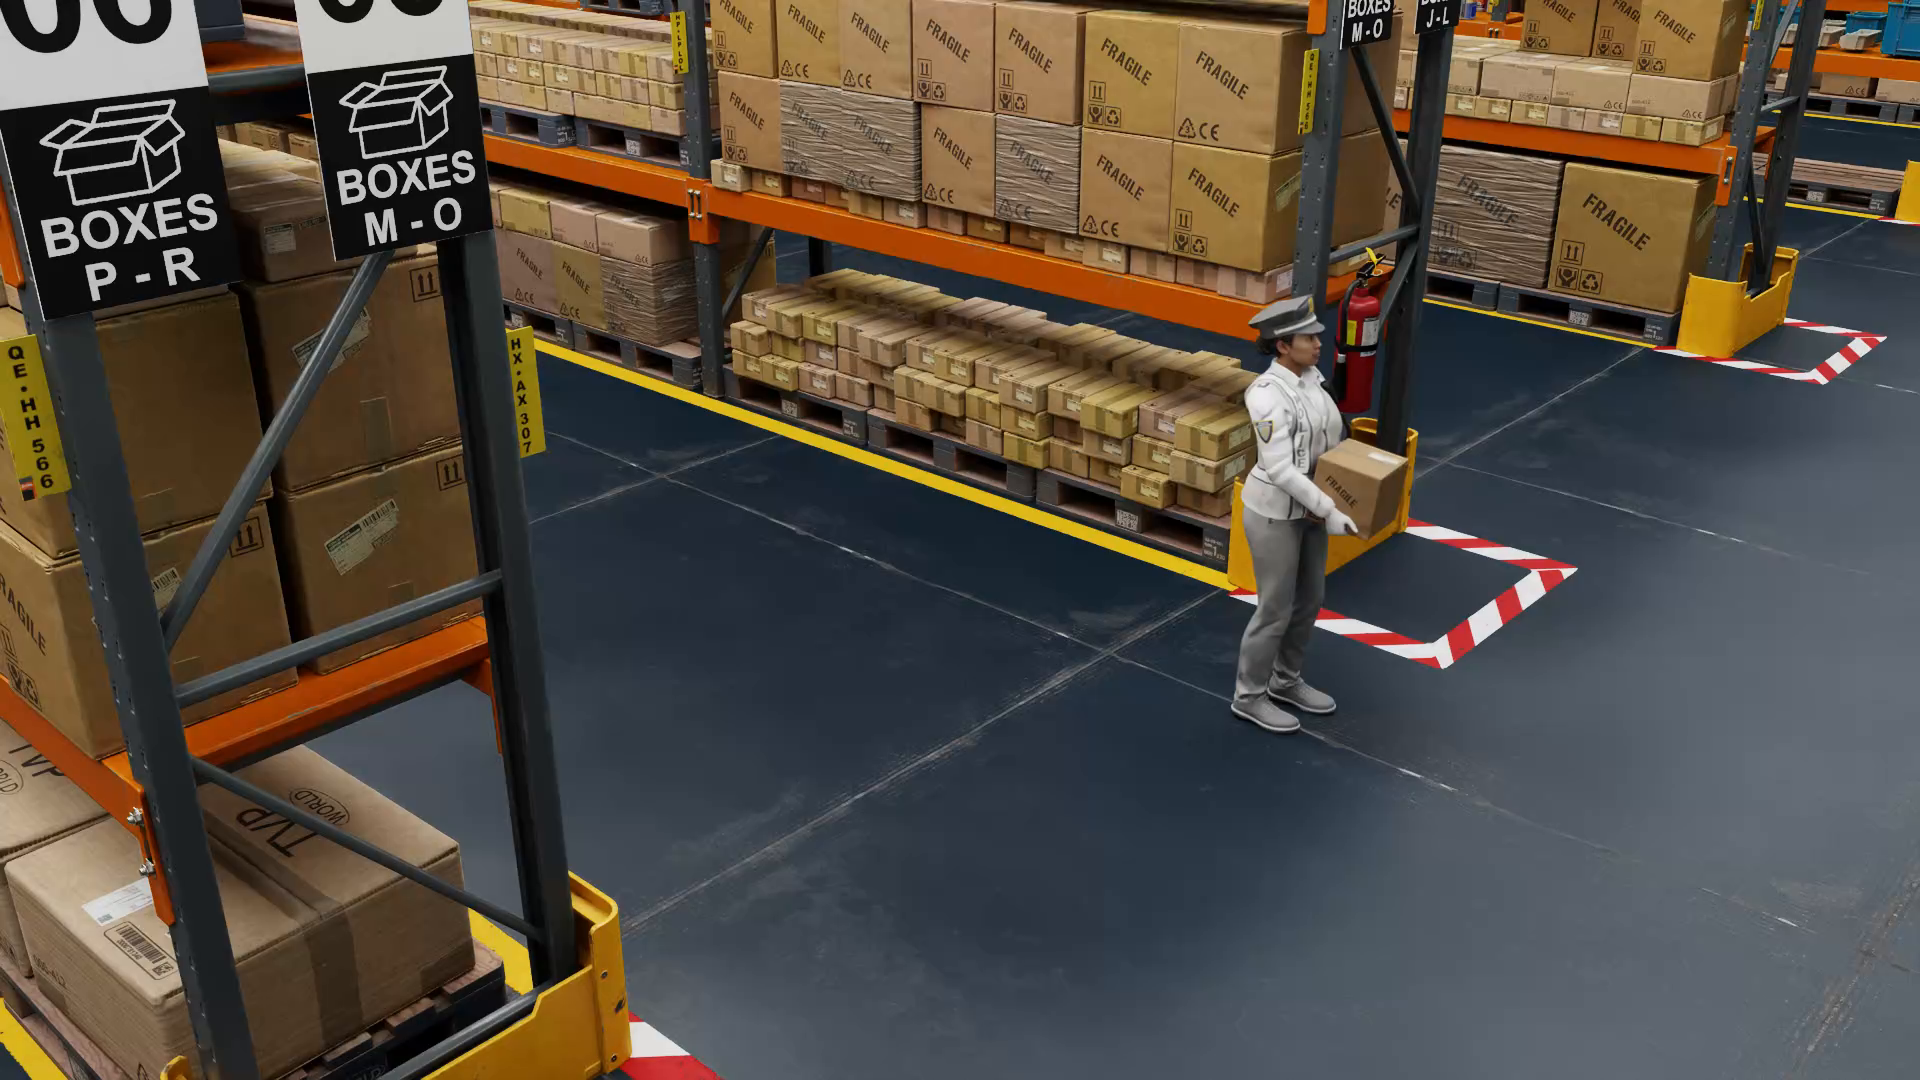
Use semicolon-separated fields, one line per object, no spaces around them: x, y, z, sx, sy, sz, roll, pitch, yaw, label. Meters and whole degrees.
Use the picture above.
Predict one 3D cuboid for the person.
1.294;-0.087;6.268;0.555;1.686;0.459;17;29;33;person
